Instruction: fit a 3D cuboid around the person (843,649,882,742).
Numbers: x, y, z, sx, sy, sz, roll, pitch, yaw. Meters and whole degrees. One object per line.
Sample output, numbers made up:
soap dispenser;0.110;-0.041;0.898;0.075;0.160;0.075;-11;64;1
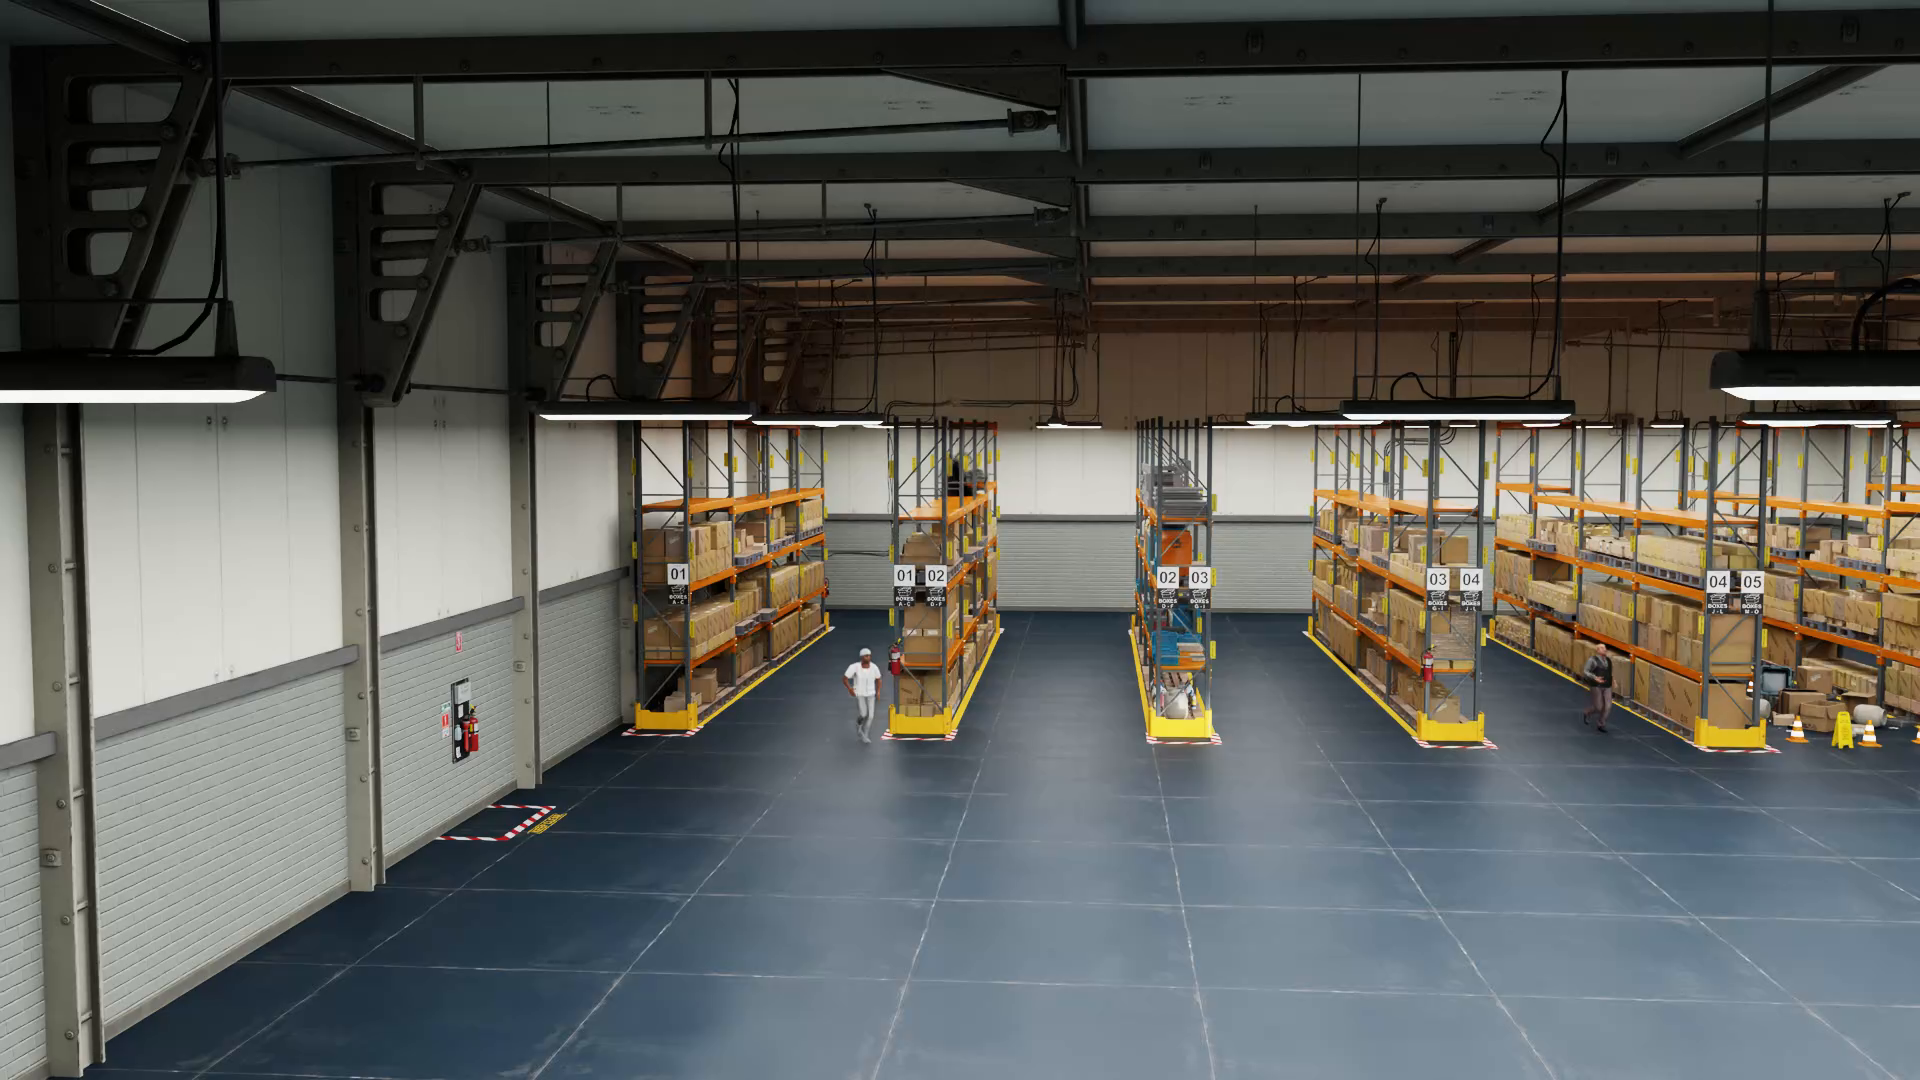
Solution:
person;-1.752;2.865;30.669;0.731;1.728;0.529;-2;4;-23

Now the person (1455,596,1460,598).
person;13.507;1.893;45.901;0.756;1.687;0.559;2;4;28

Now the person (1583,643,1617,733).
person;12.213;2.807;31.749;0.660;1.680;0.658;-1;4;-14
